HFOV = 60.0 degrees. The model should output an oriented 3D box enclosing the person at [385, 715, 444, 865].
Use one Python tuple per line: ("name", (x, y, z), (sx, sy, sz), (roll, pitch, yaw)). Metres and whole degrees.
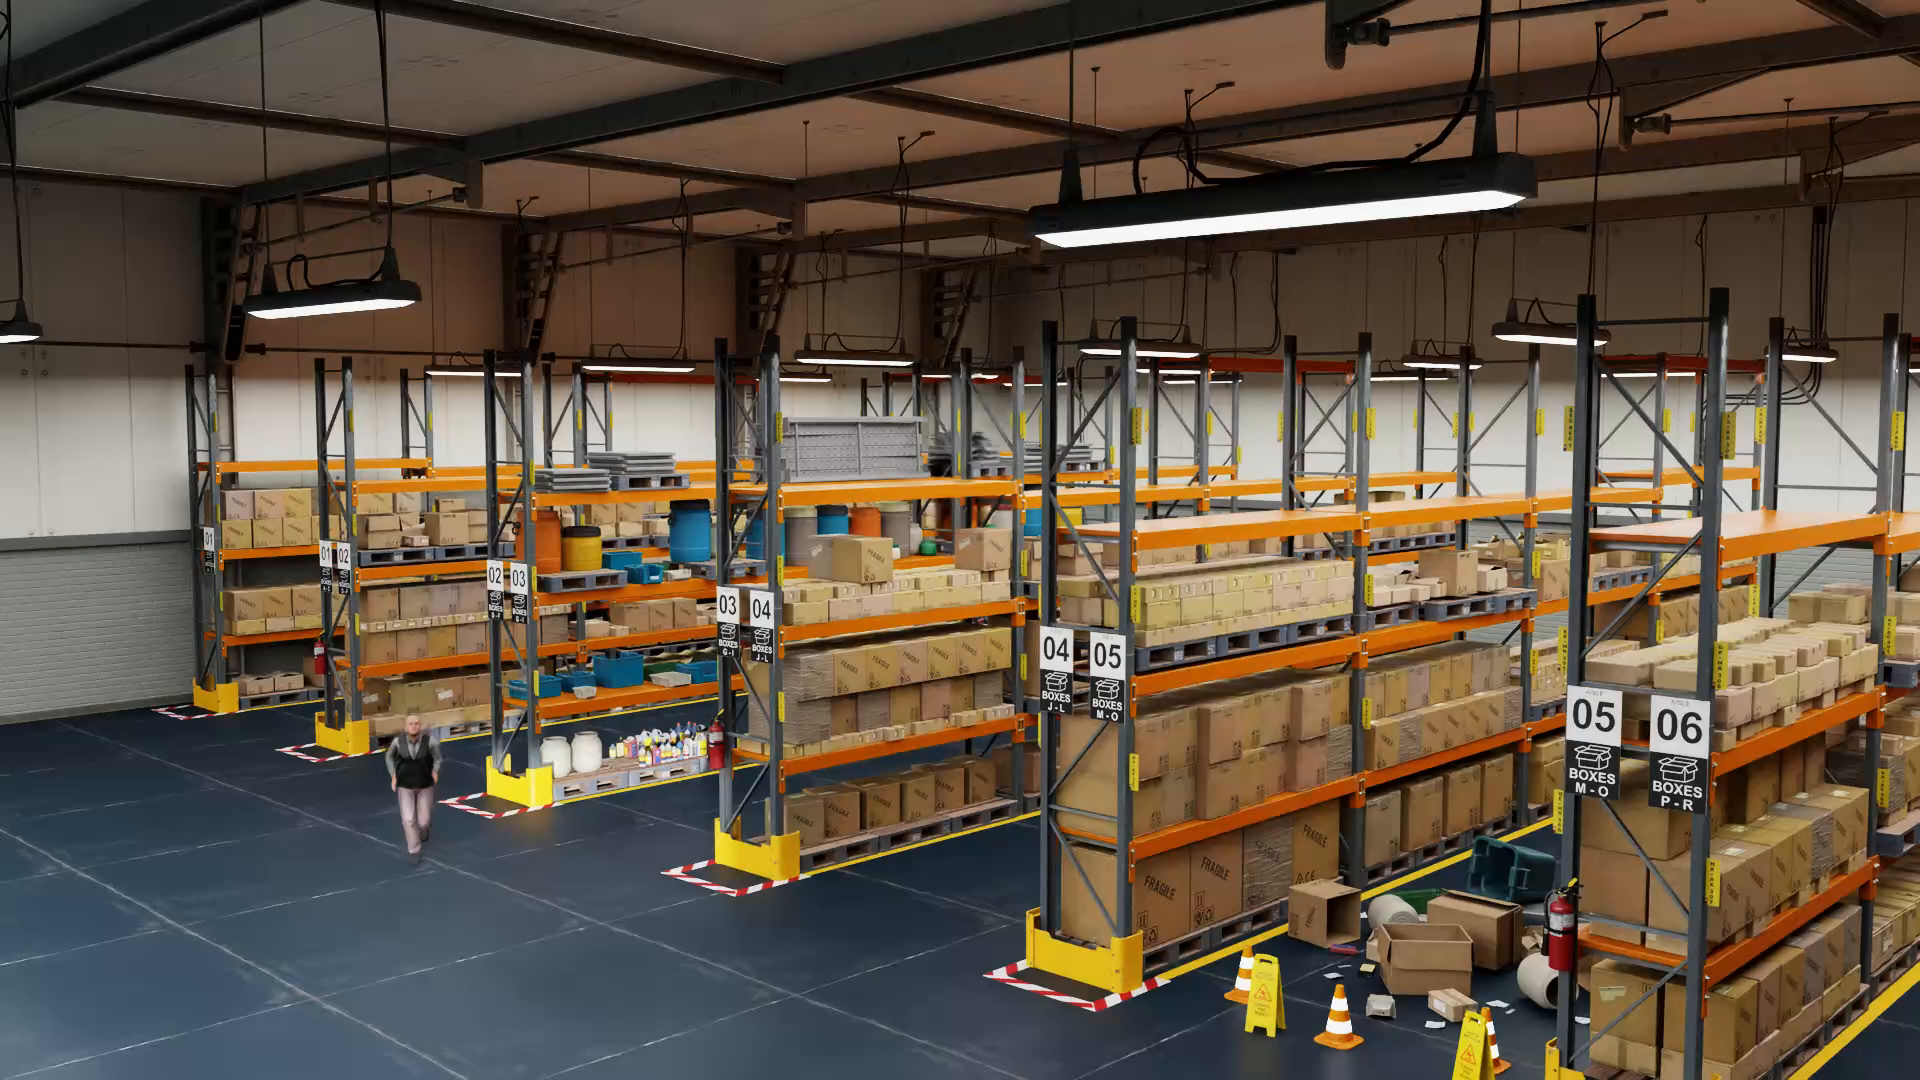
("person", (-6.323, 2.853, 19.303), (0.647, 1.694, 0.830), (-1, 5, -16))
